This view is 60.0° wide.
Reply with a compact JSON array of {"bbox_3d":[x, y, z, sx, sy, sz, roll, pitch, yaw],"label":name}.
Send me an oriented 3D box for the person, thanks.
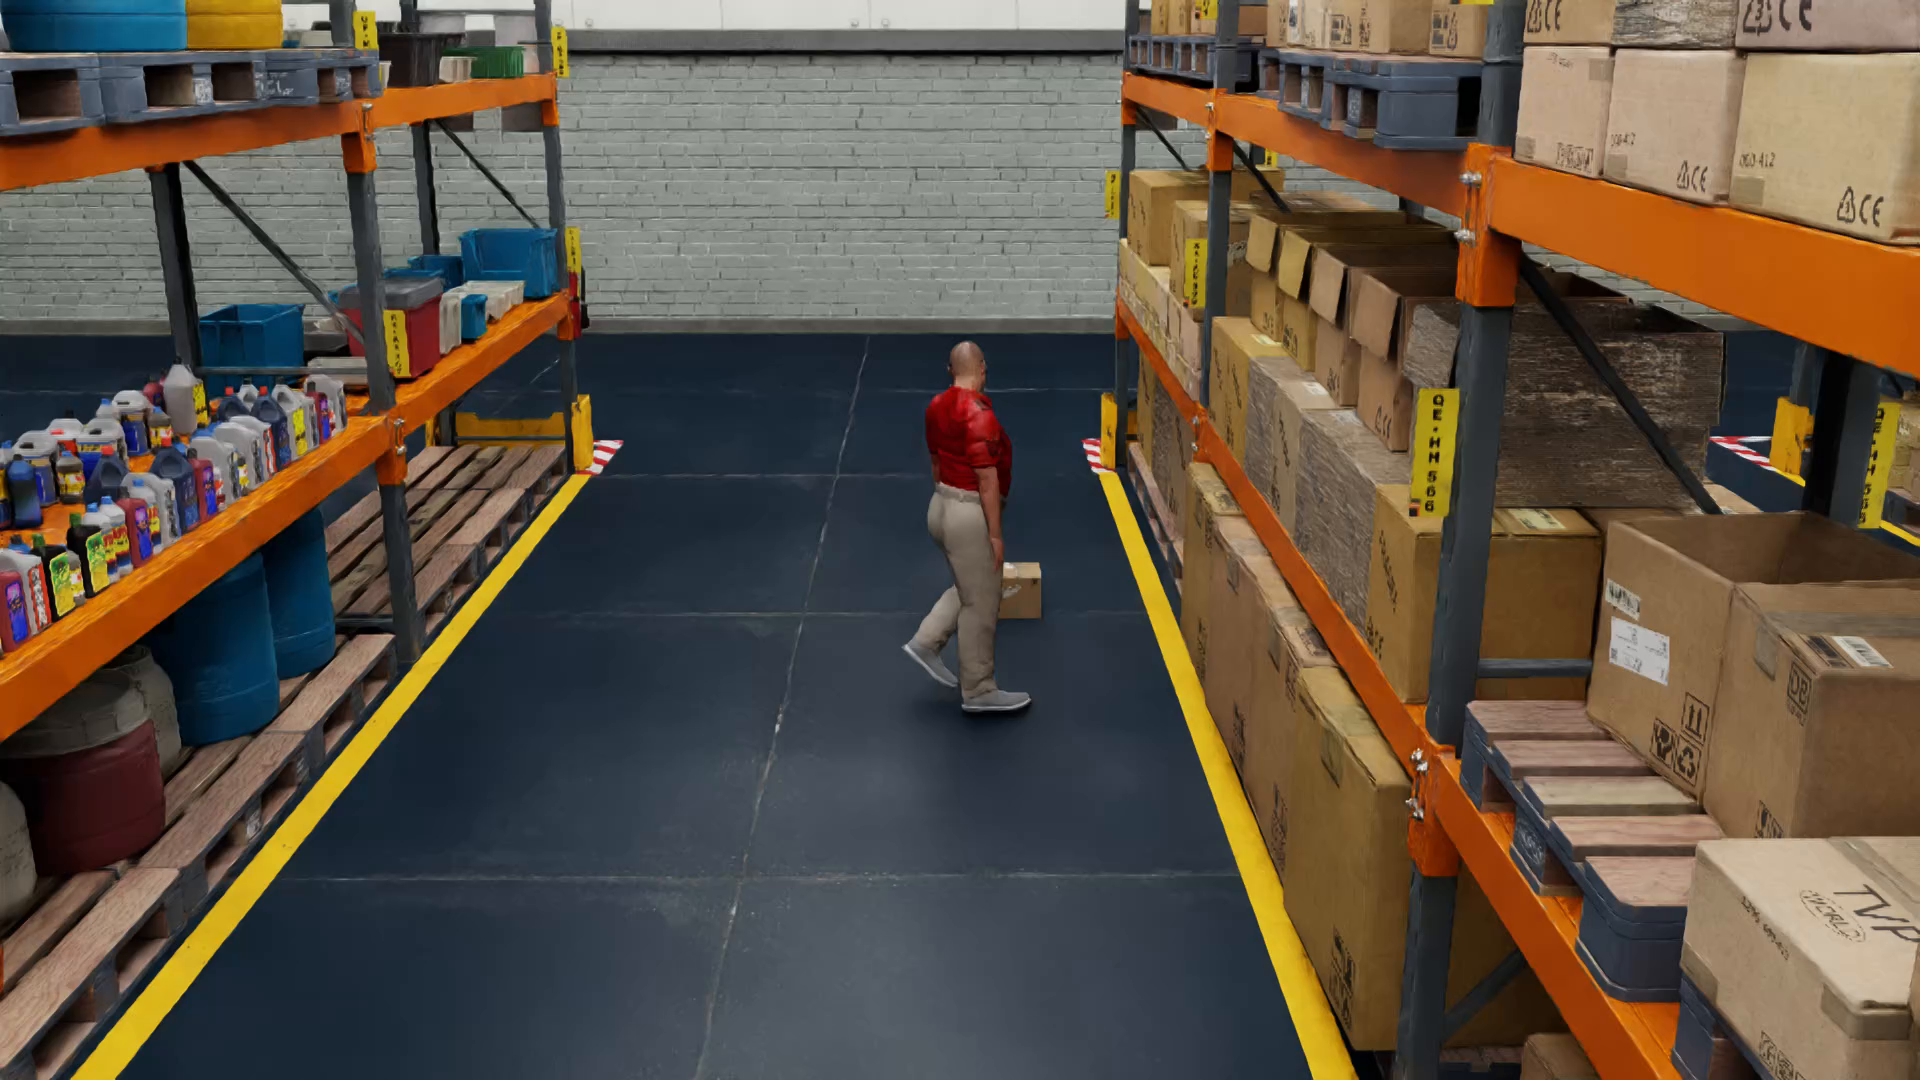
[{"bbox_3d":[0.016,-0.072,7.782,0.486,1.704,0.630,-8,19,-24],"label":"person"}]
